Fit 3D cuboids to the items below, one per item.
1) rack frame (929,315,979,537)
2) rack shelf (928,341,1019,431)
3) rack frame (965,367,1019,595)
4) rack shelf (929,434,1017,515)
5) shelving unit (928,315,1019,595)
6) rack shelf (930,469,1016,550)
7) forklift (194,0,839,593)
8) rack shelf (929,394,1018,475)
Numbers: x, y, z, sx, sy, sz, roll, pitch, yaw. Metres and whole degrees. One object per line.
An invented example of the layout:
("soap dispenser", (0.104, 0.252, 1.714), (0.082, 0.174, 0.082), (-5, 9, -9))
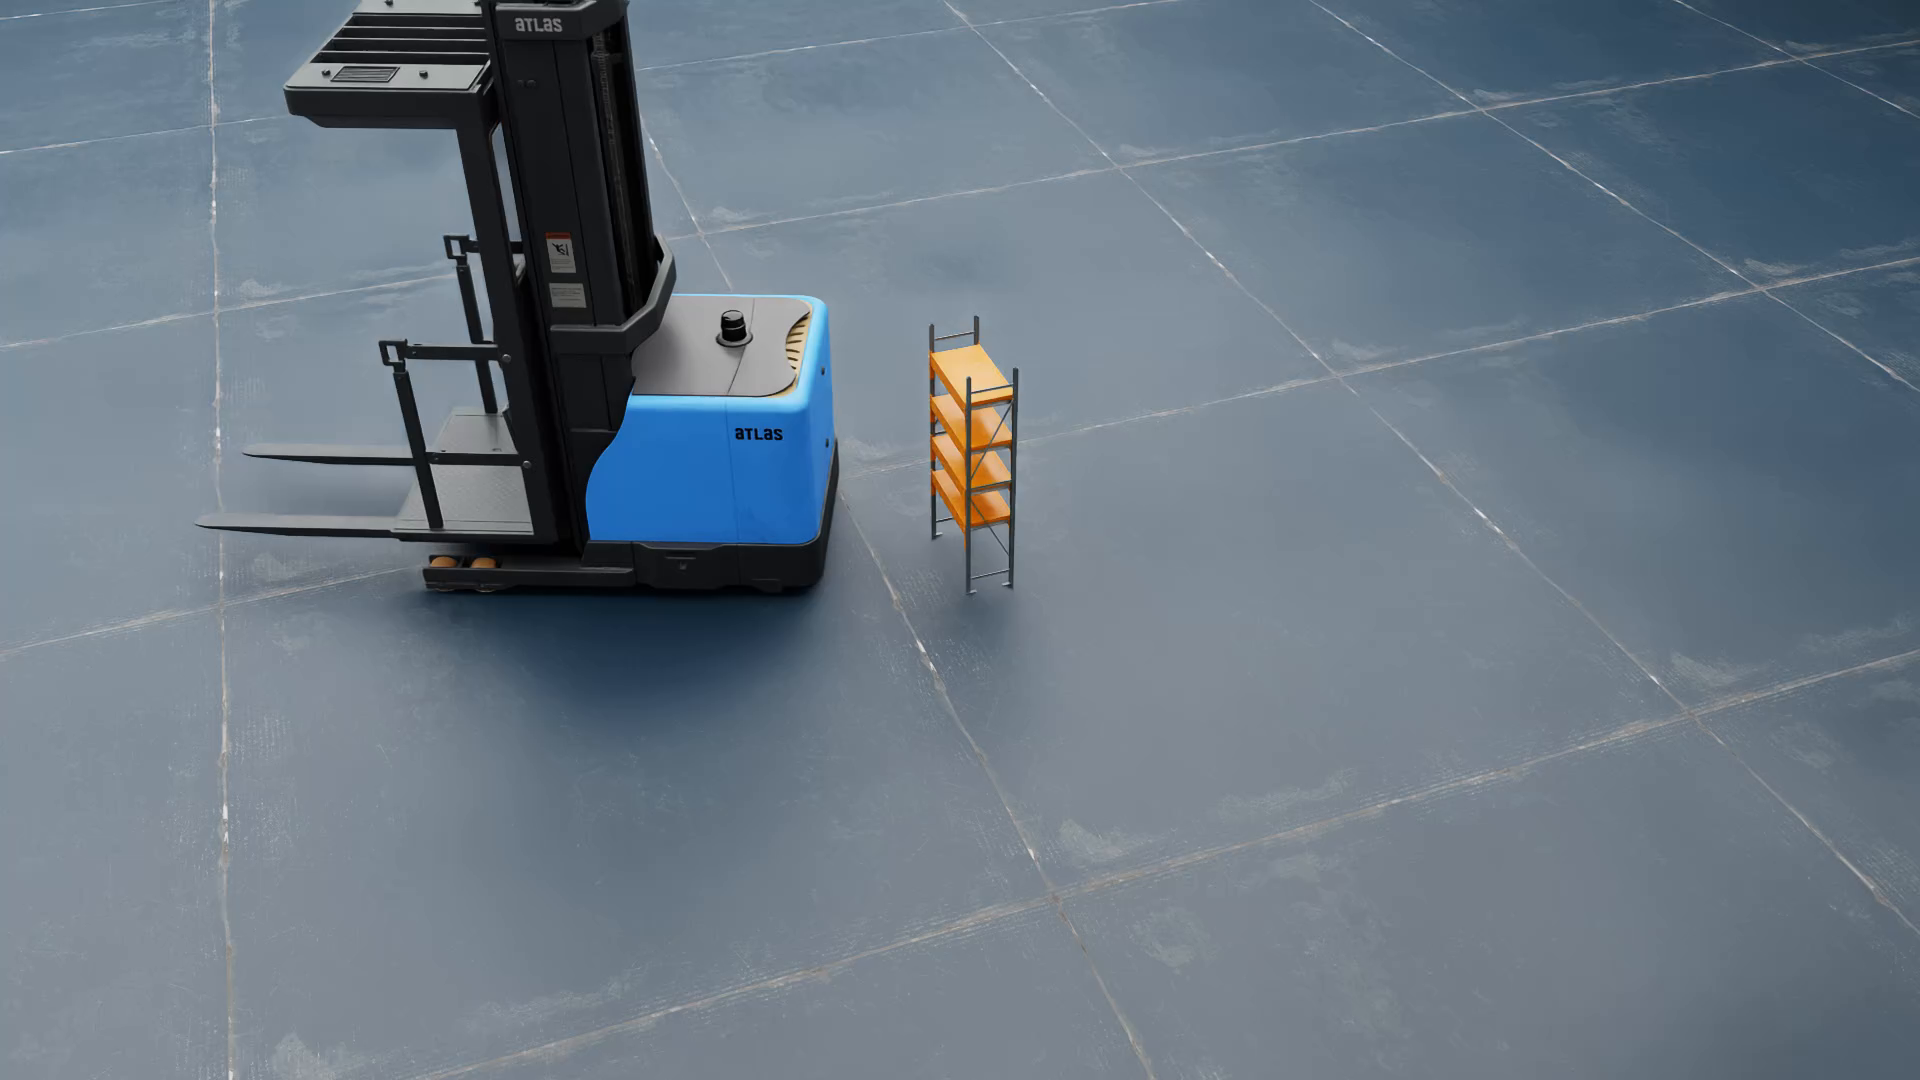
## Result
("rack frame", (-0.027, -0.524, 7.948), (0.240, 1.200, 0.015), (-12, 39, -16))
("rack shelf", (0.057, -0.700, 7.528), (0.258, 0.148, 0.480), (-12, 39, -16))
("rack frame", (0.141, -0.248, 7.582), (0.240, 1.200, 0.015), (-12, 39, -16))
("rack shelf", (0.057, -0.332, 7.805), (0.258, 0.148, 0.480), (-12, 39, -16))
("shelving unit", (0.057, -0.386, 7.765), (0.258, 1.200, 0.503), (-12, 39, -16))
("rack shelf", (0.057, -0.173, 7.925), (0.258, 0.148, 0.480), (-12, 39, -16))
("forklift", (-2.153, -1.238, 7.457), (3.031, 2.935, 1.130), (1, 37, 2))
("rack shelf", (0.057, -0.511, 7.671), (0.258, 0.148, 0.480), (-12, 39, -16))
